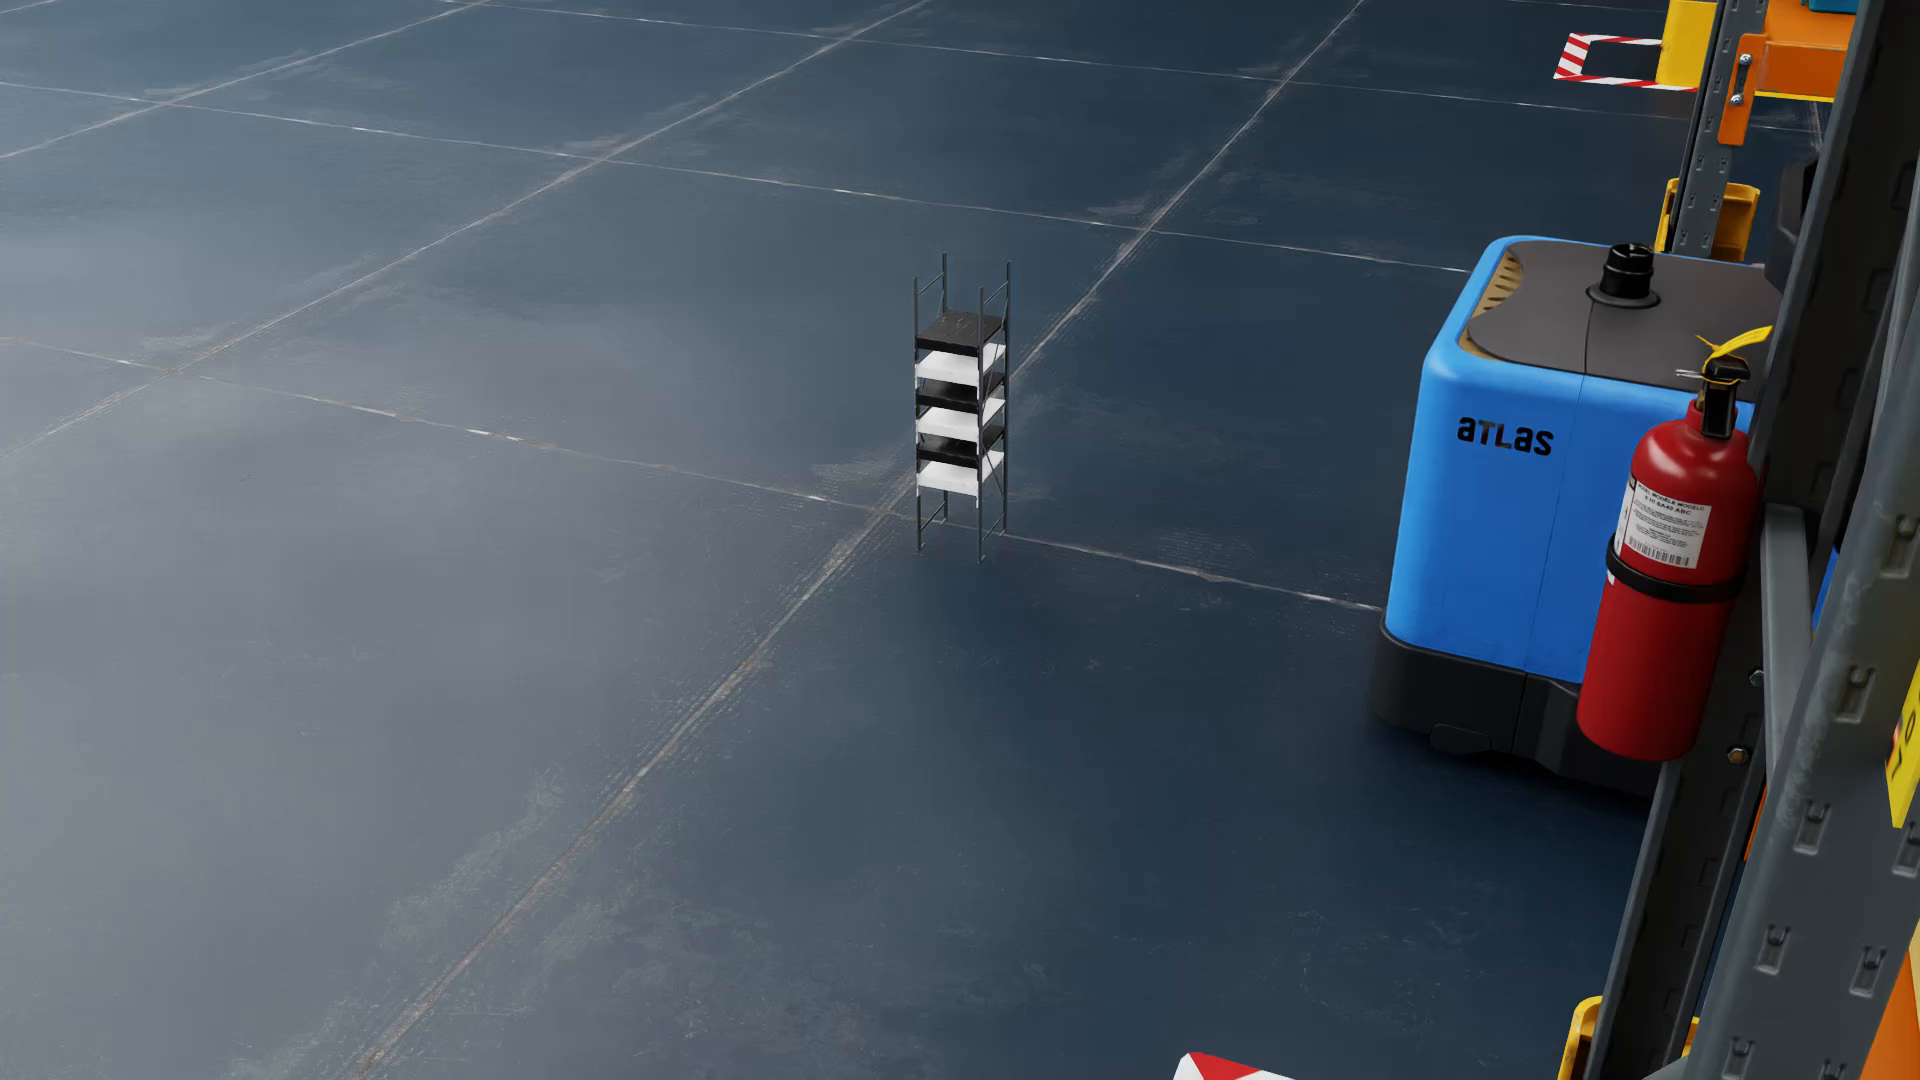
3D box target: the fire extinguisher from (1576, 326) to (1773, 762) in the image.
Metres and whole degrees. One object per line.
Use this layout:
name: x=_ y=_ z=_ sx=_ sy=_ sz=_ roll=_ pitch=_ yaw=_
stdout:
fire extinguisher: x=1.001 y=-0.012 z=2.301 sx=0.183 sy=0.674 sz=0.296 roll=11 pitch=31 yaw=19

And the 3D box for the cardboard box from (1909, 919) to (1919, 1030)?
cardboard box: x=1.108 y=0.457 z=1.649 sx=0.250 sy=0.149 sz=0.380 roll=11 pitch=31 yaw=19

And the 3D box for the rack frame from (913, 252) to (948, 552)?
rack frame: x=-0.087 y=-0.409 z=5.059 sx=0.006 sy=0.900 sz=0.240 roll=11 pitch=31 yaw=19

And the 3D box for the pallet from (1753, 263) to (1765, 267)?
pallet: x=3.635 y=-0.713 z=6.298 sx=1.213 sy=0.211 sz=1.003 roll=11 pitch=31 yaw=19

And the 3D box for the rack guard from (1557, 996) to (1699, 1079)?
rack guard: x=1.004 y=1.288 z=2.463 sx=0.348 sy=0.500 sz=1.175 roll=11 pitch=31 yaw=19

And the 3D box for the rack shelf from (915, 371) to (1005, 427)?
rack shelf: x=0.008 y=-0.440 z=4.998 sx=0.200 sy=0.077 sz=0.258 roll=11 pitch=31 yaw=19

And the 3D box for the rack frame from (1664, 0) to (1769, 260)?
rack frame: x=2.796 y=-2.073 z=5.869 sx=0.127 sy=3.000 sz=1.000 roll=11 pitch=31 yaw=19

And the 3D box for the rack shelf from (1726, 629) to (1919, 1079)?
rack shelf: x=2.787 y=0.869 z=1.395 sx=4.000 sy=0.370 sz=1.077 roll=11 pitch=31 yaw=19

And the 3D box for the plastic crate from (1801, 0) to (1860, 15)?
plastic crate: x=3.372 y=-2.052 z=5.983 sx=0.616 sy=0.251 sz=0.499 roll=11 pitch=31 yaw=19

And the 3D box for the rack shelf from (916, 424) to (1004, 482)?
rack shelf: x=0.008 y=-0.283 z=5.087 sx=0.200 sy=0.077 sz=0.258 roll=11 pitch=31 yaw=19

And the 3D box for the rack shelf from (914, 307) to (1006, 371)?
rack shelf: x=0.008 y=-0.596 z=4.909 sx=0.200 sy=0.077 sz=0.258 roll=11 pitch=31 yaw=19

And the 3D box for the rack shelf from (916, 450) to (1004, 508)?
rack shelf: x=0.008 y=-0.205 z=5.131 sx=0.200 sy=0.077 sz=0.258 roll=11 pitch=31 yaw=19

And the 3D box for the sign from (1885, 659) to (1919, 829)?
sign: x=0.730 y=0.056 z=1.222 sx=0.005 sy=0.325 sz=0.100 roll=11 pitch=31 yaw=19

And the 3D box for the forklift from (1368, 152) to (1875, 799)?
forklift: x=2.627 y=-0.675 z=3.465 sx=3.031 sy=2.935 sz=1.130 roll=13 pitch=32 yaw=22

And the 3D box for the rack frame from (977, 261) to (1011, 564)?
rack frame: x=0.102 y=-0.371 z=4.993 sx=0.006 sy=0.900 sz=0.240 roll=11 pitch=31 yaw=19

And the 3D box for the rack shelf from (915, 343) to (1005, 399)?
rack shelf: x=0.008 y=-0.518 z=4.954 sx=0.200 sy=0.077 sz=0.258 roll=11 pitch=31 yaw=19

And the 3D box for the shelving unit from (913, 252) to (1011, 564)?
shelving unit: x=0.008 y=-0.390 z=5.026 sx=0.210 sy=0.900 sz=0.258 roll=11 pitch=31 yaw=19

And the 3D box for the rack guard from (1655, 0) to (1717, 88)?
rack guard: x=4.640 y=-3.247 z=10.486 sx=0.348 sy=0.500 sz=1.175 roll=11 pitch=31 yaw=19

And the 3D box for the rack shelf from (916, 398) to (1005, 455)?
rack shelf: x=0.008 y=-0.361 z=5.042 sx=0.200 sy=0.077 sz=0.258 roll=11 pitch=31 yaw=19

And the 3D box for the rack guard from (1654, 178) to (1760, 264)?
rack guard: x=2.884 y=-0.992 z=6.497 sx=0.348 sy=0.500 sz=1.175 roll=11 pitch=31 yaw=19

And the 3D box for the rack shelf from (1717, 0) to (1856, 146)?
rack shelf: x=4.649 y=-1.389 z=5.391 sx=4.000 sy=0.370 sz=1.077 roll=11 pitch=31 yaw=19

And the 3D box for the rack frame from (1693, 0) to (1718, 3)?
rack frame: x=4.662 y=-4.330 z=9.863 sx=0.127 sy=3.000 sz=1.000 roll=11 pitch=31 yaw=19
